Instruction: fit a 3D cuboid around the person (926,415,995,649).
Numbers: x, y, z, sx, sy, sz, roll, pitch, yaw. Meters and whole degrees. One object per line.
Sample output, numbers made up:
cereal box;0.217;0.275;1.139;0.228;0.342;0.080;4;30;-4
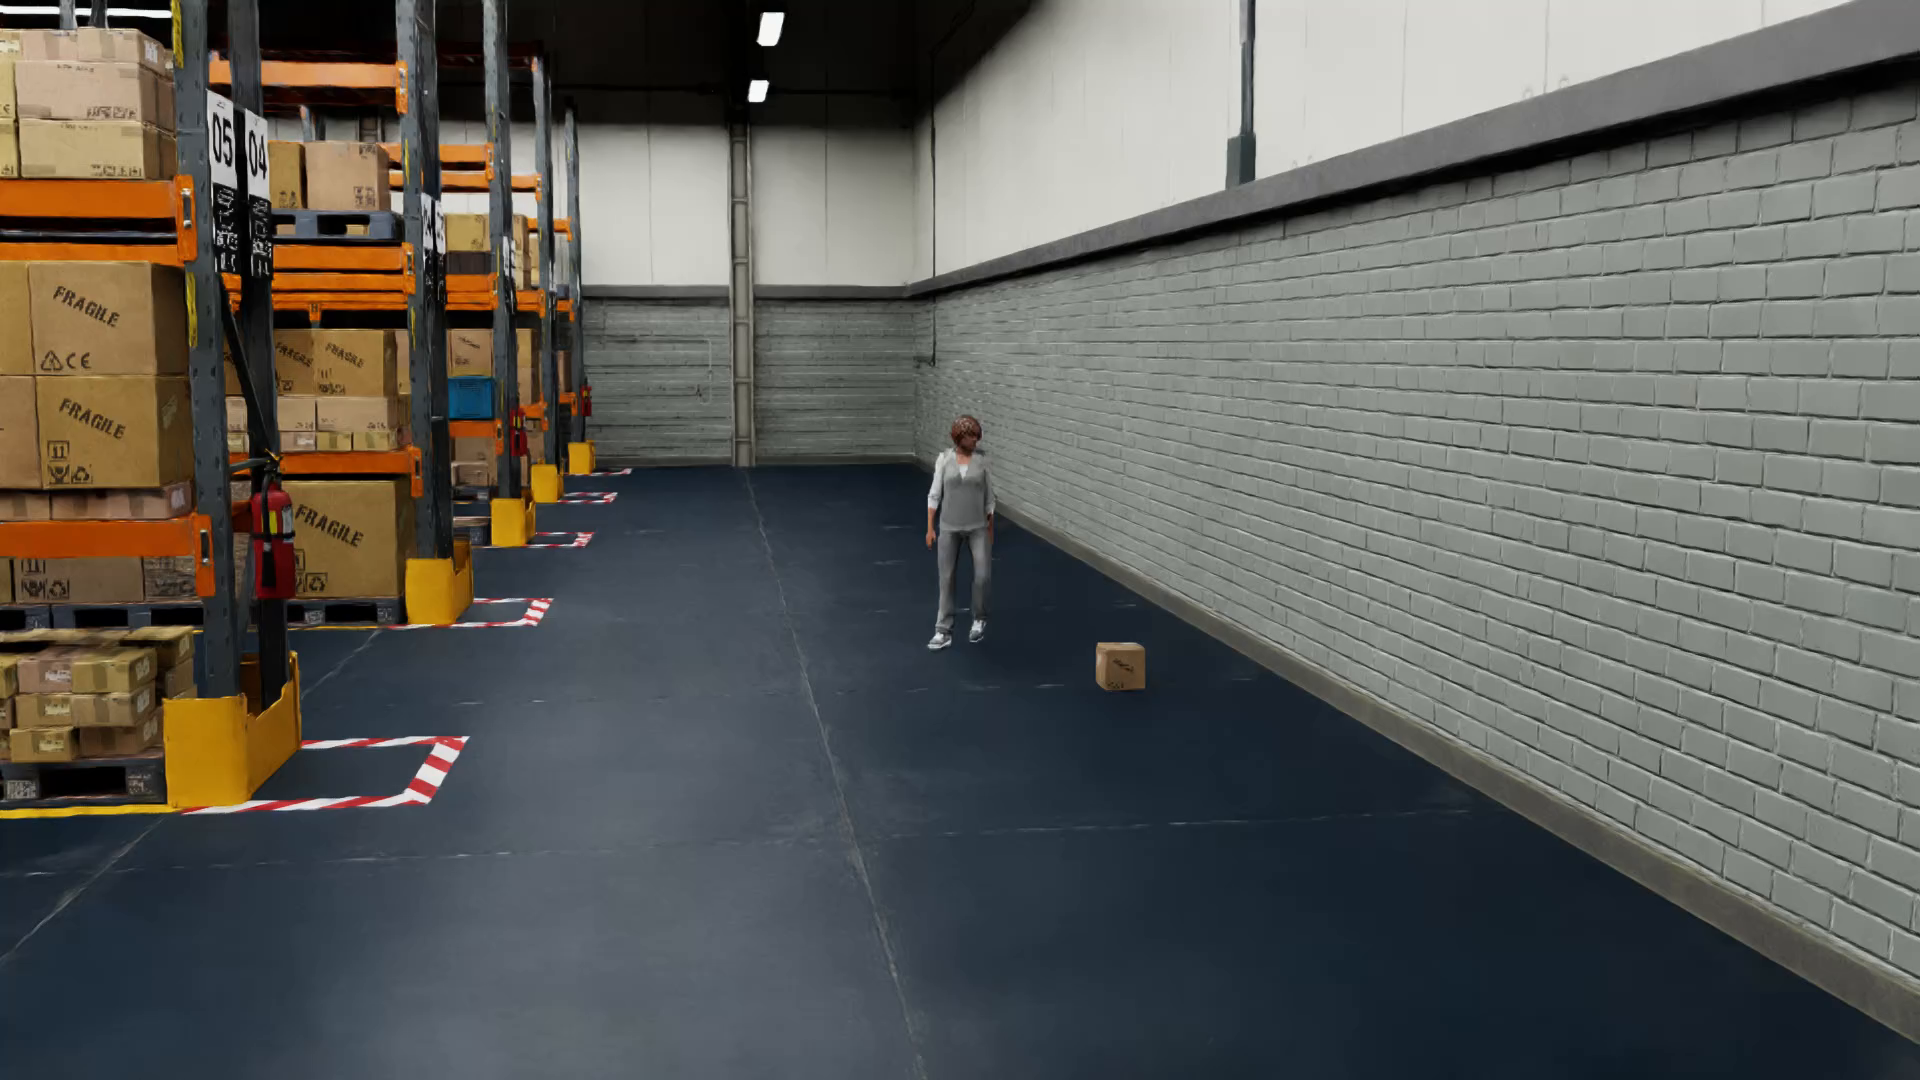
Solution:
person;0.010;-0.061;11.436;0.467;1.594;0.402;1;7;5
